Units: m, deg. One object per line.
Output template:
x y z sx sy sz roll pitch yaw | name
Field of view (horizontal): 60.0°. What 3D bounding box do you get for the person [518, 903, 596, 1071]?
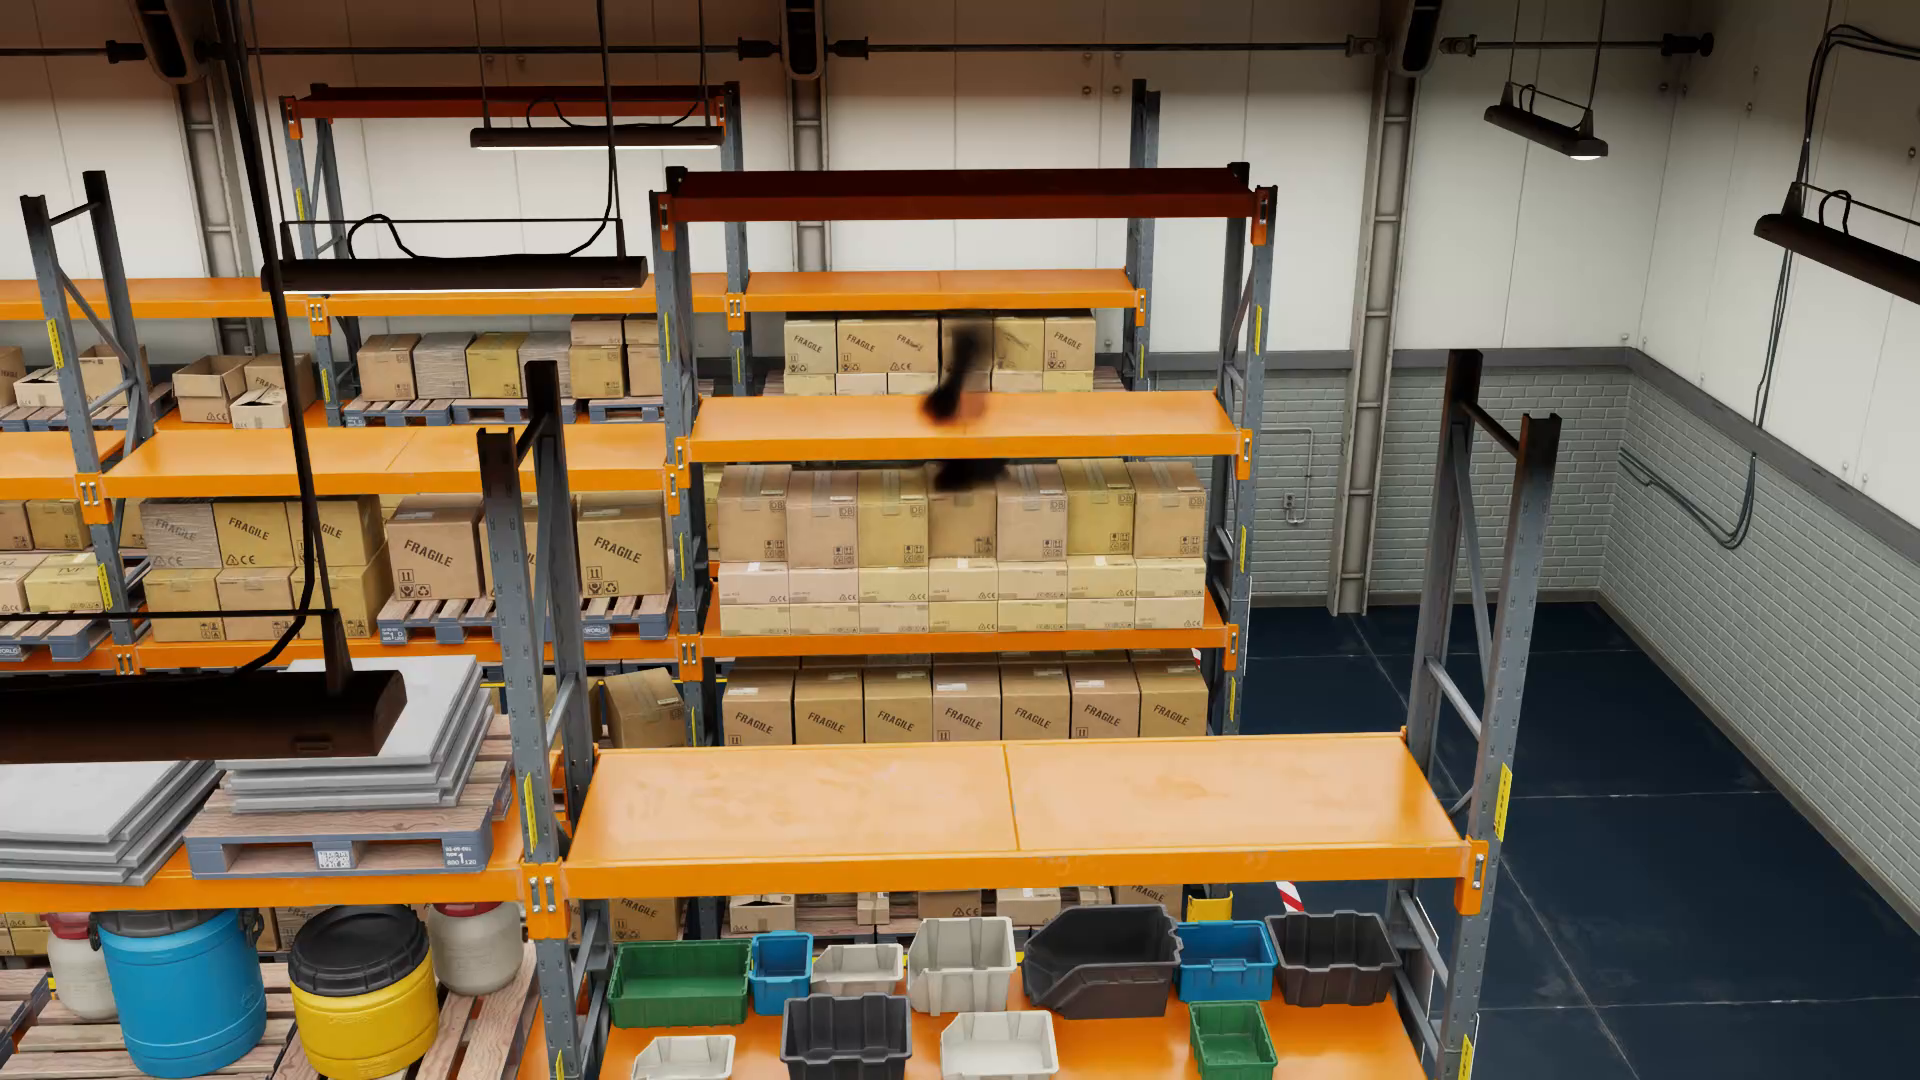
-2.757 3.170 11.273 0.769 1.626 0.642 -20 29 -40 | person
